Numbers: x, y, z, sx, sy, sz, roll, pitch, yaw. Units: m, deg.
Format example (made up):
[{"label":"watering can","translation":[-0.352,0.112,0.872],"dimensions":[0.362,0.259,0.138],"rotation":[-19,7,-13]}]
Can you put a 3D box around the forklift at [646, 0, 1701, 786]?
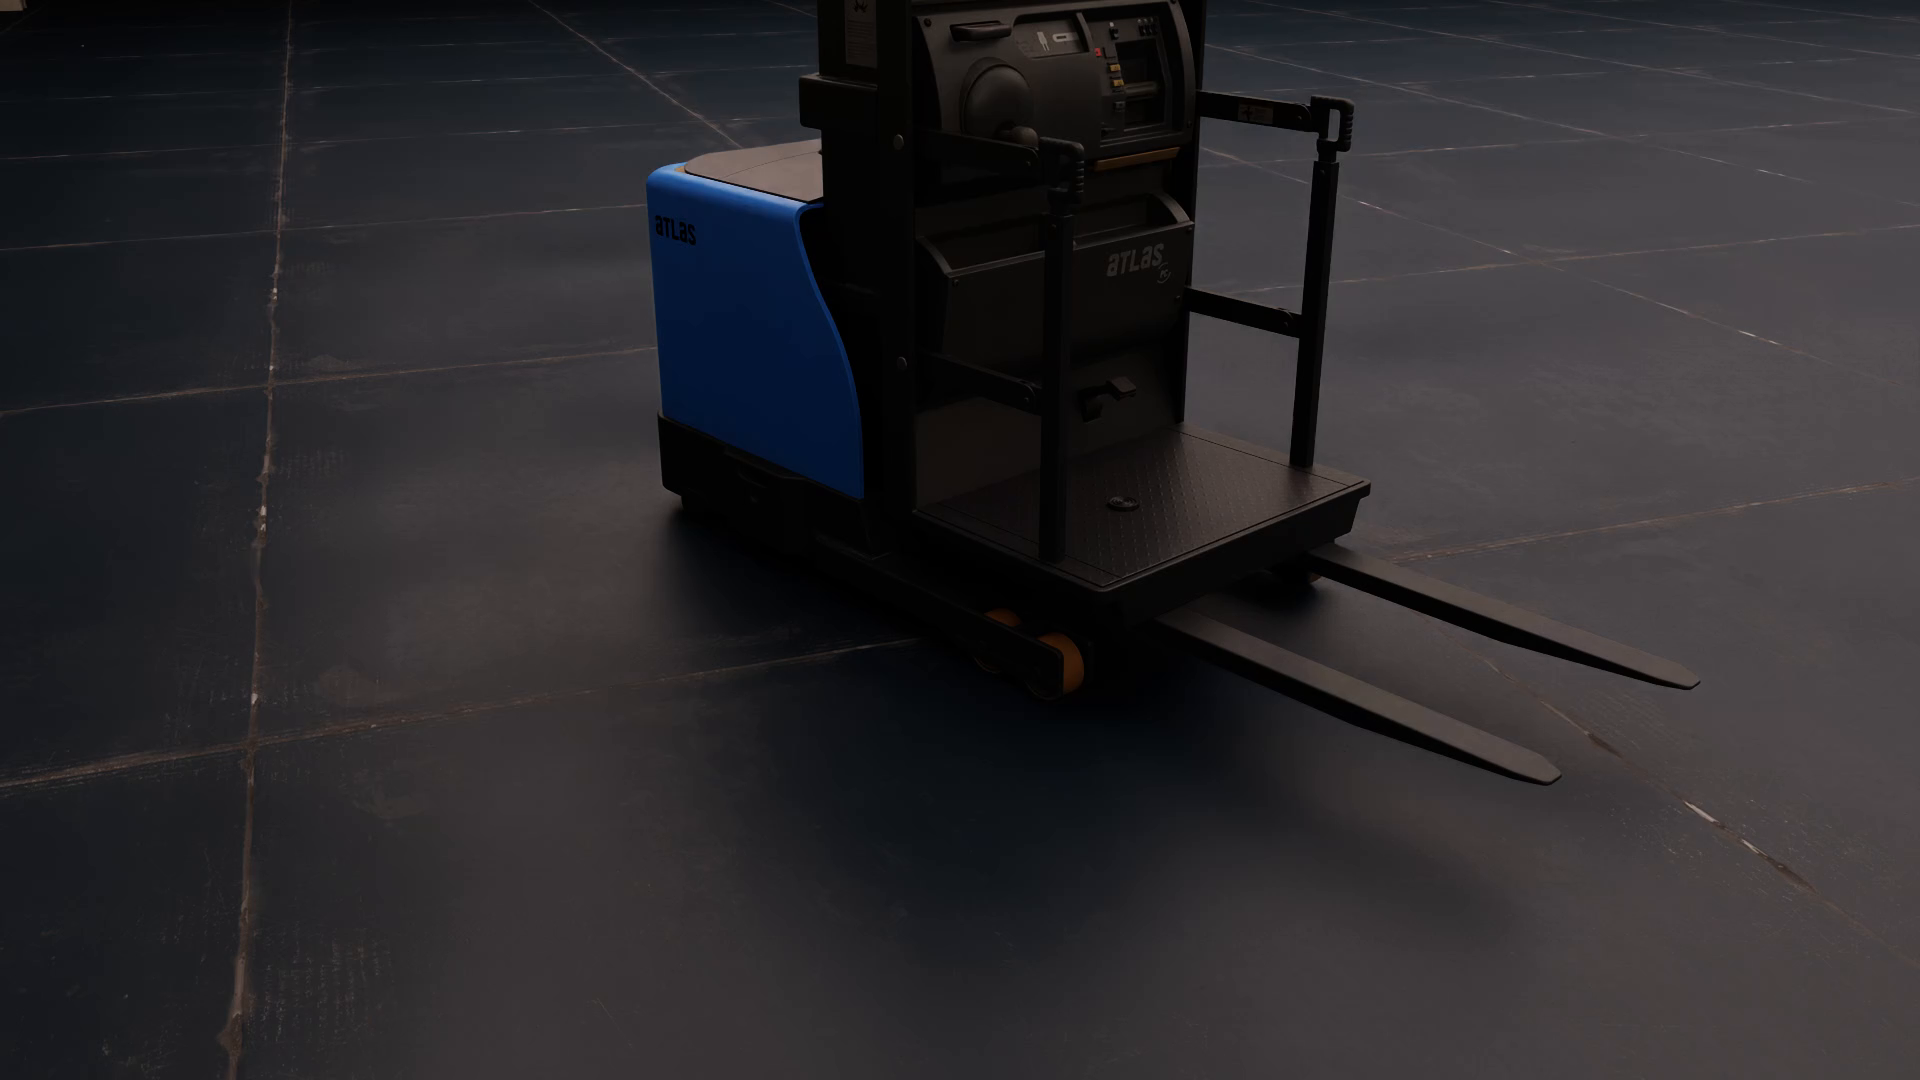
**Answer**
[{"label":"forklift","translation":[0.409,-1.176,4.096],"dimensions":[1.130,2.935,3.031],"rotation":[-19,30,-38]}]
